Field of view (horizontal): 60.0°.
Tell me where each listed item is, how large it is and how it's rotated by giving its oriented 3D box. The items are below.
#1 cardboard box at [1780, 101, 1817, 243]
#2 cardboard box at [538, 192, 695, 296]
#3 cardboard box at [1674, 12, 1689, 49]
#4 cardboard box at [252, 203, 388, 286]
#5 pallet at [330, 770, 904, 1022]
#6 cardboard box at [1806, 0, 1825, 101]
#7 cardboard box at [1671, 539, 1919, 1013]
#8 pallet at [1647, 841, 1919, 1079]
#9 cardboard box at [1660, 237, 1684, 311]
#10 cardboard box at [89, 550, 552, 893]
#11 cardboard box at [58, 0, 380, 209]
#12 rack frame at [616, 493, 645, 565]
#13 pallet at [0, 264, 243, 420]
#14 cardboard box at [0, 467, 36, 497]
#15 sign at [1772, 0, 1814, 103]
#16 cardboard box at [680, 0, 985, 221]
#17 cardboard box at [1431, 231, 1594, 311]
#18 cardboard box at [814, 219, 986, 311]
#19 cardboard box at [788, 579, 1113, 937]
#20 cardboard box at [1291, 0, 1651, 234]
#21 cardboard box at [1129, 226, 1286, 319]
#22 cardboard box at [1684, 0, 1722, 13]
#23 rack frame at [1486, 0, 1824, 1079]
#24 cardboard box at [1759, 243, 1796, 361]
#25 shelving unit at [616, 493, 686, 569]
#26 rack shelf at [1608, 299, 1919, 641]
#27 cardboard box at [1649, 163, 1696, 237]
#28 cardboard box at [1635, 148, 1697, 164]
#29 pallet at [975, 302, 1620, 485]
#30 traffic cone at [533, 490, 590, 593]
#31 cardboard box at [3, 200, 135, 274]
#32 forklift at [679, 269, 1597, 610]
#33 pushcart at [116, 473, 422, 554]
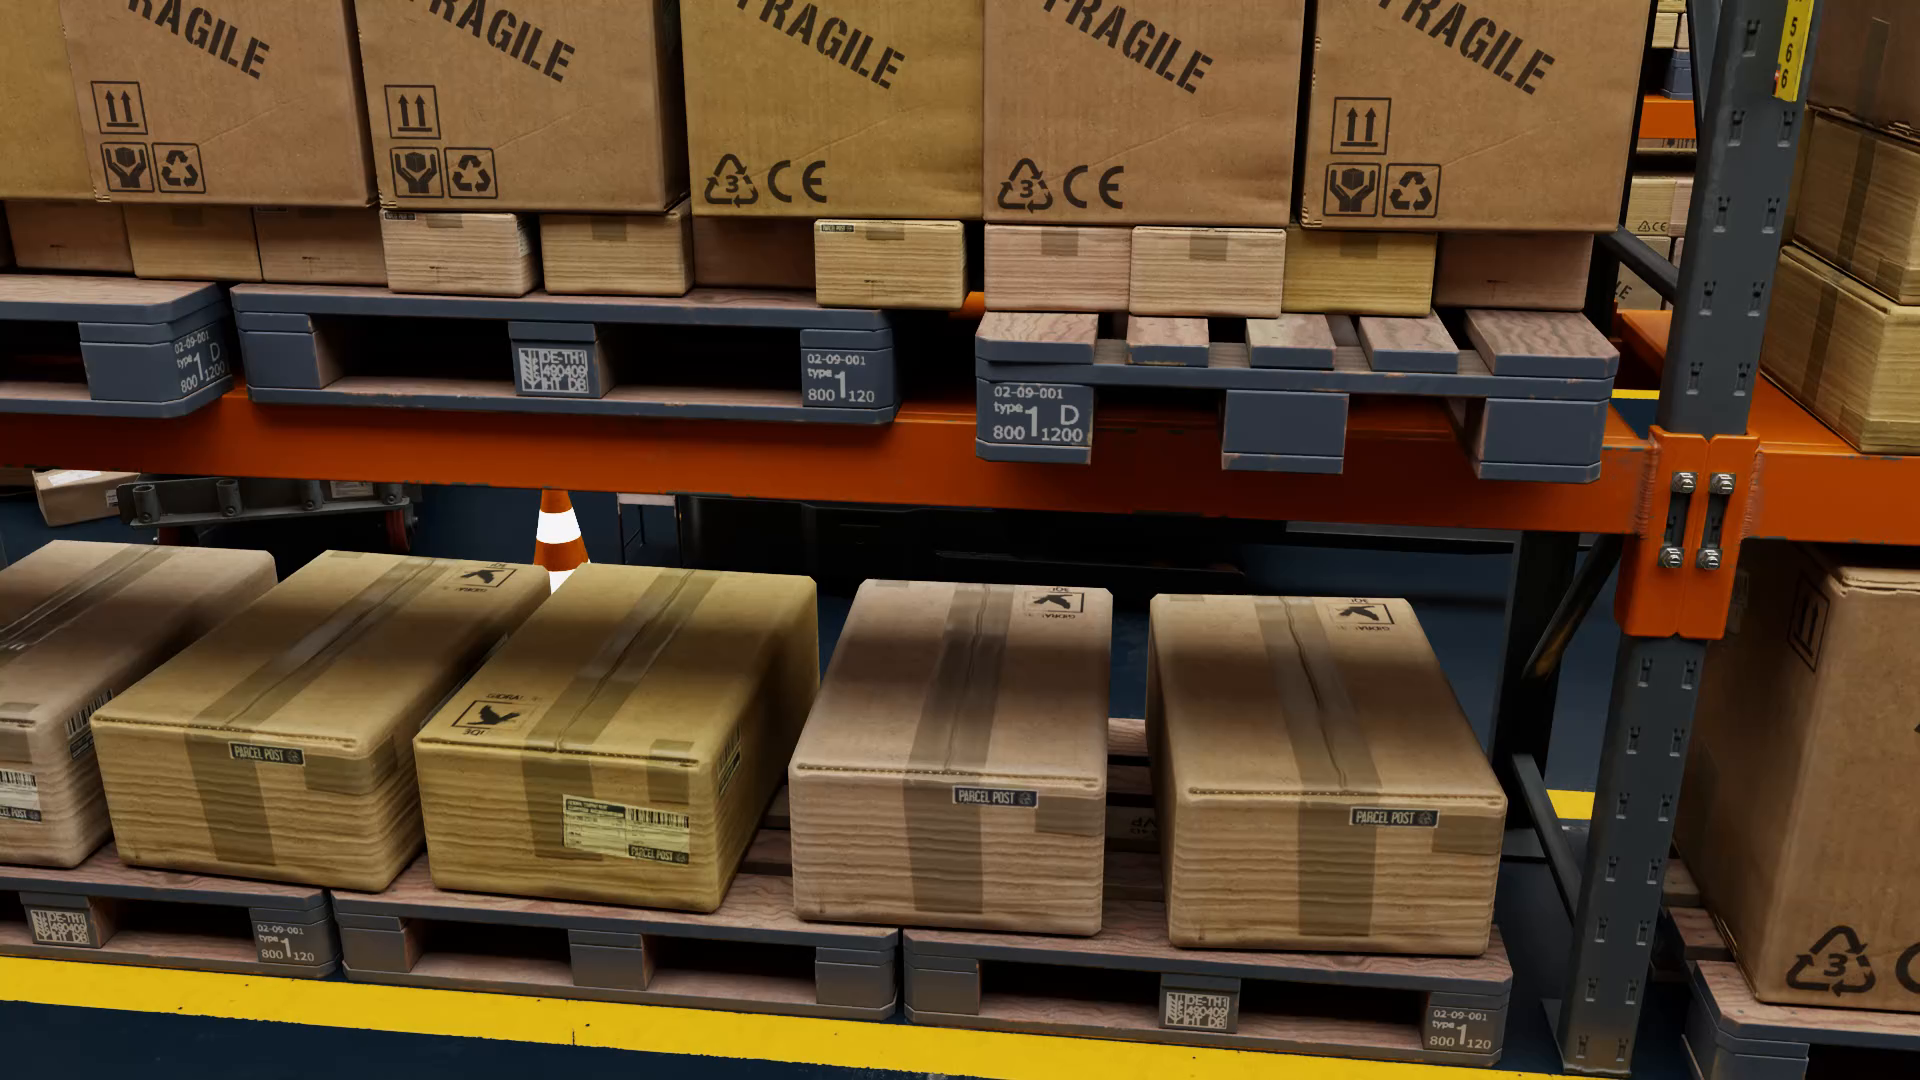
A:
[{"bbox_3d":[1.822,-0.756,3.297,0.500,0.250,0.500,2,22,6],"label":"cardboard box"},{"bbox_3d":[-0.590,-0.567,3.064,0.250,0.149,0.380,2,22,5],"label":"cardboard box"},{"bbox_3d":[3.281,-2.274,7.383,0.250,0.149,0.380,3,22,8],"label":"cardboard box"},{"bbox_3d":[-1.116,-0.598,3.143,0.250,0.149,0.380,3,22,7],"label":"cardboard box"},{"bbox_3d":[-0.673,0.687,3.916,1.213,0.211,1.003,2,22,6],"label":"pallet"},{"bbox_3d":[1.855,-1.107,3.163,0.500,0.500,0.500,2,22,5],"label":"cardboard box"},{"bbox_3d":[1.987,0.331,3.341,0.875,0.875,0.875,2,22,6],"label":"cardboard box"},{"bbox_3d":[2.085,0.836,3.537,1.213,0.211,1.003,2,22,6],"label":"pallet"},{"bbox_3d":[3.476,-1.202,7.728,0.500,0.500,0.500,2,22,5],"label":"cardboard box"},{"bbox_3d":[-1.426,0.383,3.893,0.625,0.372,0.950,4,22,10],"label":"cardboard box"},{"bbox_3d":[-1.242,-0.902,3.030,0.500,0.500,0.500,2,22,6],"label":"cardboard box"},{"bbox_3d":[-1.139,-0.366,5.643,0.006,0.900,0.240,3,22,7],"label":"rack frame"},{"bbox_3d":[-1.919,-0.520,3.435,1.213,0.211,1.003,2,22,6],"label":"pallet"},{"bbox_3d":[-3.661,-0.581,6.541,0.503,0.637,0.797,2,22,6],"label":"cardboard box"},{"bbox_3d":[1.257,-0.825,2.480,0.005,0.325,0.100,2,22,6],"label":"sign"},{"bbox_3d":[-0.189,-0.860,2.923,0.500,0.500,0.500,1,22,3],"label":"cardboard box"},{"bbox_3d":[0.958,-0.529,2.968,0.250,0.149,0.380,3,22,8],"label":"cardboard box"},{"bbox_3d":[-0.096,-0.529,2.969,0.250,0.149,0.380,3,22,7],"label":"cardboard box"},{"bbox_3d":[0.017,0.448,3.730,0.625,0.372,0.950,2,22,5],"label":"cardboard box"},{"bbox_3d":[0.827,-0.820,2.823,0.500,0.500,0.500,2,22,5],"label":"cardboard box"},{"bbox_3d":[0.428,-0.508,2.916,0.250,0.149,0.380,2,22,6],"label":"cardboard box"},{"bbox_3d":[3.282,-2.413,7.329,0.250,0.149,0.380,3,22,6],"label":"cardboard box"},{"bbox_3d":[1.311,-0.522,3.180,0.127,3.000,1.000,2,22,6],"label":"rack frame"},{"bbox_3d":[1.844,-0.525,3.392,0.500,0.250,0.500,2,22,4],"label":"cardboard box"},{"bbox_3d":[-1.038,-0.361,5.630,0.210,0.900,0.258,3,22,7],"label":"shelving unit"},{"bbox_3d":[3.297,-0.101,3.094,4.000,0.370,1.077,2,22,6],"label":"rack shelf"},{"bbox_3d":[3.443,-1.549,7.587,0.500,0.250,0.500,3,22,7],"label":"cardboard box"},{"bbox_3d":[3.509,-1.736,8.059,0.500,0.250,0.500,3,22,8],"label":"cardboard box"},{"bbox_3d":[0.591,-0.425,3.195,1.003,0.211,1.213,2,22,6],"label":"pallet"},{"bbox_3d":[-1.265,0.027,5.241,0.334,0.463,0.336,2,22,6],"label":"traffic cone"},{"bbox_3d":[-1.612,-0.636,3.239,0.250,0.149,0.380,4,22,10],"label":"cardboard box"},{"bbox_3d":[0.624,-1.331,5.320,3.031,2.935,1.130,3,22,7],"label":"forklift"},{"bbox_3d":[-2.442,-0.310,6.211,0.936,0.377,1.648,-5,22,-12],"label":"pushcart"}]
